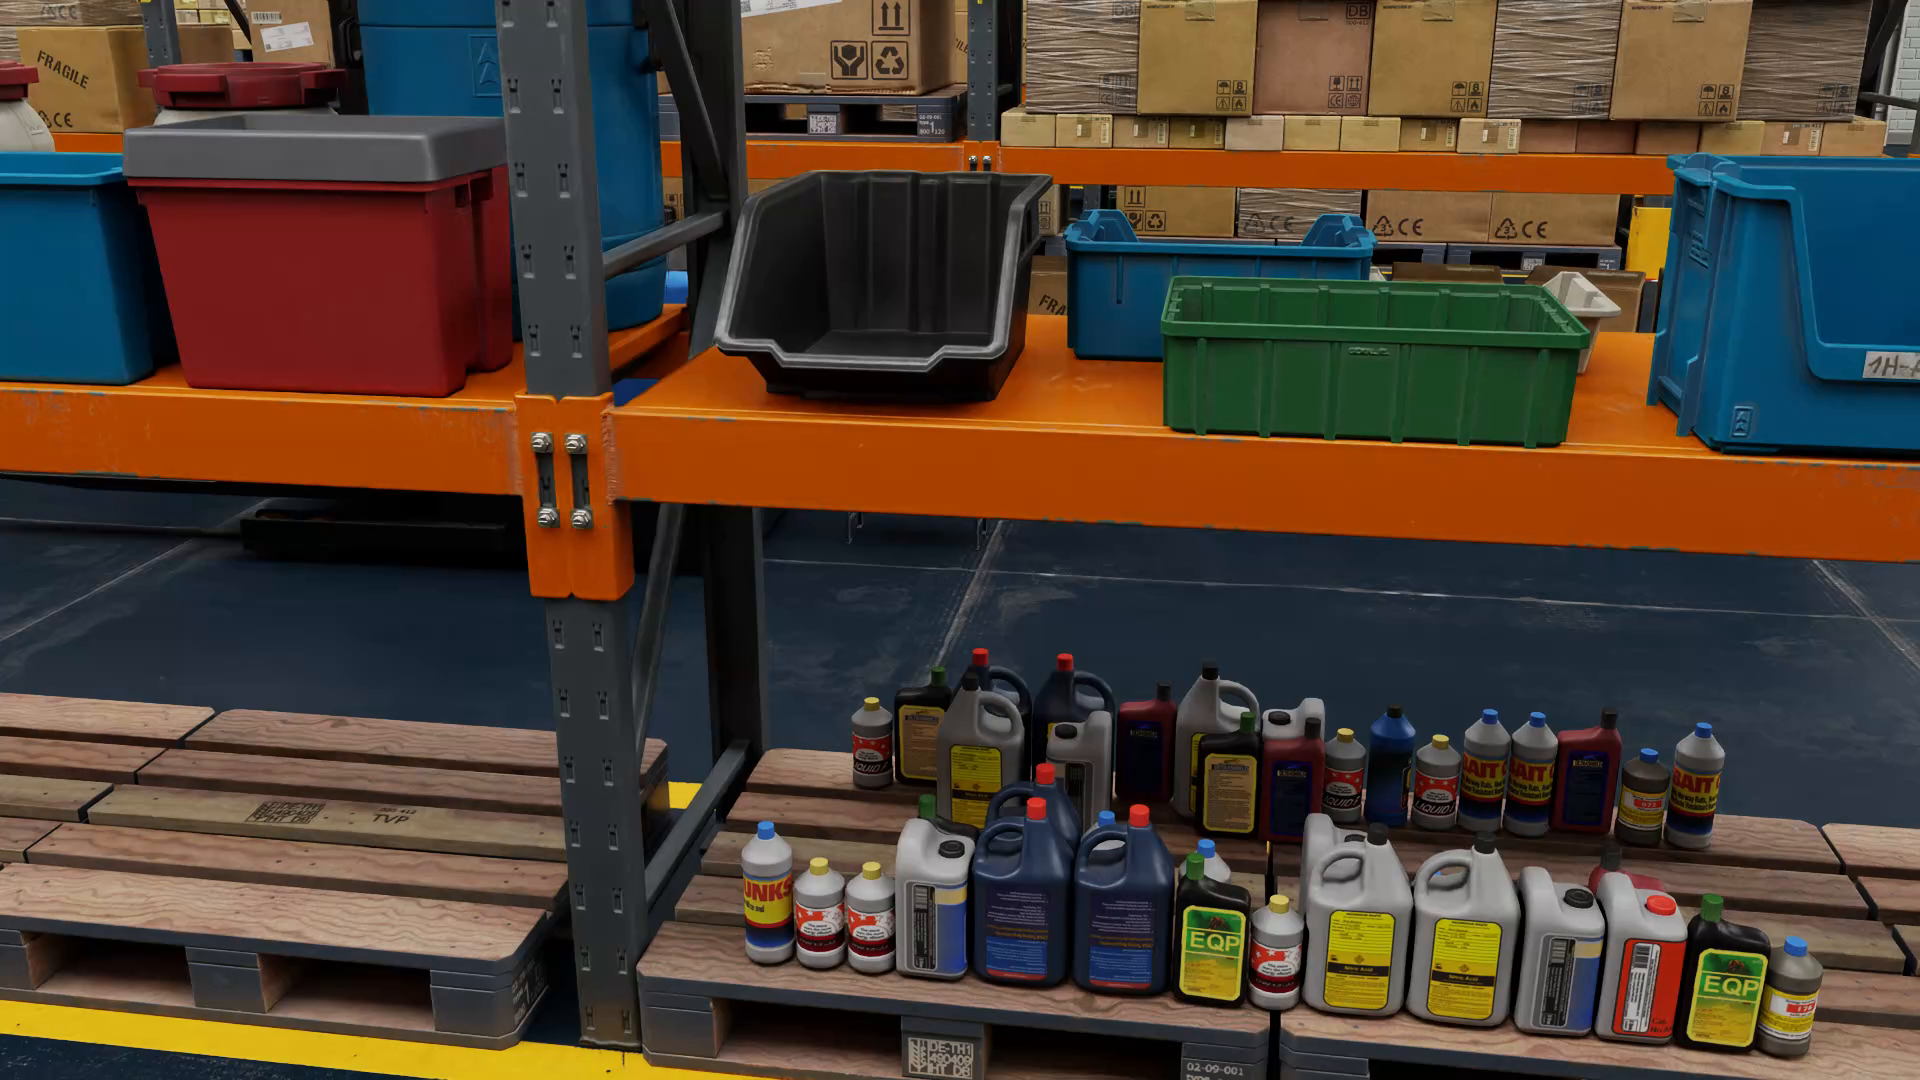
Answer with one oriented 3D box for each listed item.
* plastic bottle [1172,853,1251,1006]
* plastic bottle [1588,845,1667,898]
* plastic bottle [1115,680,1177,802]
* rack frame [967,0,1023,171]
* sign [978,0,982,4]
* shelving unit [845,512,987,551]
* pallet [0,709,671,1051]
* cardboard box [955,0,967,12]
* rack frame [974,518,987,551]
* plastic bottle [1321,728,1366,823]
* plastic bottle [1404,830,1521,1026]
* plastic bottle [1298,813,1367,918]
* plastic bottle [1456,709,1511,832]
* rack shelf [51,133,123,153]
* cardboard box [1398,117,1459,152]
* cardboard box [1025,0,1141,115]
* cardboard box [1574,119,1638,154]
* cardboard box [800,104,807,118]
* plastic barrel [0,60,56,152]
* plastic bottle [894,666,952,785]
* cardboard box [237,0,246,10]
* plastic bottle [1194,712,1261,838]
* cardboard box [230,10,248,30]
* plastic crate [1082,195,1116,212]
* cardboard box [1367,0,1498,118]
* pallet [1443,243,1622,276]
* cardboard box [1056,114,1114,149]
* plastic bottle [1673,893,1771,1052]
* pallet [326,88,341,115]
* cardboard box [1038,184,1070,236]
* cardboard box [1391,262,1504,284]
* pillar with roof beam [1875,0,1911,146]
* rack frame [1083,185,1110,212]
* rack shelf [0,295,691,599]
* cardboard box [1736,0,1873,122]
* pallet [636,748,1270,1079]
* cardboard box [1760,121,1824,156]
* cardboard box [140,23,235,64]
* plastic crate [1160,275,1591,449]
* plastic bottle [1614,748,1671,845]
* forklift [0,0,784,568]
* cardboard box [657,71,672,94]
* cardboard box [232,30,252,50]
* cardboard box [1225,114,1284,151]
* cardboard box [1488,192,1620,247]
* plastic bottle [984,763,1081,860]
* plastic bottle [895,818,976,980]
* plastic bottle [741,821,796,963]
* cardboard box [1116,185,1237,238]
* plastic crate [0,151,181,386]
[{"bbox_3d":[0.461,0.710,3.042,0.133,0.283,0.061,4,19,11],"label":"plastic bottle"},{"bbox_3d":[1.226,0.700,3.072,0.133,0.283,0.061,3,19,9],"label":"plastic bottle"},{"bbox_3d":[0.426,0.455,3.803,0.133,0.283,0.061,4,19,12],"label":"plastic bottle"},{"bbox_3d":[0.173,-2.123,7.921,0.127,3.000,1.000,3,19,9],"label":"rack frame"},{"bbox_3d":[0.088,-2.498,7.217,0.005,0.325,0.100,3,19,9],"label":"sign"},{"bbox_3d":[-0.163,-0.577,6.138,0.503,1.200,0.258,3,19,9],"label":"shelving unit"},{"bbox_3d":[-1.394,0.724,3.807,1.213,0.211,1.003,3,19,9],"label":"pallet"},{"bbox_3d":[0.060,-4.242,12.520,0.500,0.500,0.700,3,19,8],"label":"cardboard box"},{"bbox_3d":[0.077,-0.565,6.101,0.015,1.200,0.240,3,19,9],"label":"rack frame"},{"bbox_3d":[0.858,0.522,3.733,0.097,0.201,0.097,0,18,0],"label":"plastic bottle"},{"bbox_3d":[0.908,0.687,3.003,0.185,0.351,0.144,4,19,11],"label":"plastic bottle"},{"bbox_3d":[0.723,0.666,3.186,0.135,0.276,0.152,3,19,9],"label":"plastic bottle"},{"bbox_3d":[1.159,0.504,3.676,0.097,0.271,0.097,0,18,0],"label":"plastic bottle"},{"bbox_3d":[-5.751,-2.084,8.937,4.000,0.370,1.077,3,19,9],"label":"rack shelf"},{"bbox_3d":[2.075,-1.829,7.438,0.250,0.149,0.380,3,19,9],"label":"cardboard box"},{"bbox_3d":[0.607,-2.269,7.732,0.500,0.500,0.875,3,19,9],"label":"cardboard box"},{"bbox_3d":[2.822,-1.804,7.364,0.250,0.149,0.380,3,19,9],"label":"cardboard box"},{"bbox_3d":[-1.872,-5.952,22.642,0.500,0.500,0.500,3,19,10],"label":"cardboard box"},{"bbox_3d":[-2.247,-0.789,3.721,0.433,0.535,0.433,0,18,0],"label":"plastic barrel"},{"bbox_3d":[-0.085,0.429,3.881,0.133,0.283,0.061,4,19,11],"label":"plastic bottle"},{"bbox_3d":[-5.495,-4.221,12.987,0.250,0.149,0.380,3,19,8],"label":"cardboard box"},{"bbox_3d":[0.586,0.510,3.640,0.133,0.283,0.061,3,19,9],"label":"plastic bottle"},{"bbox_3d":[-5.489,-4.080,13.036,0.250,0.149,0.380,4,19,11],"label":"cardboard box"},{"bbox_3d":[1.439,-2.767,14.187,0.662,0.188,0.450,14,33,37],"label":"plastic crate"},{"bbox_3d":[2.092,-2.201,7.529,0.500,0.500,0.875,3,19,9],"label":"cardboard box"},{"bbox_3d":[4.207,-2.164,12.437,1.213,0.211,1.003,3,19,9],"label":"pallet"},{"bbox_3d":[0.582,-1.882,7.597,0.250,0.149,0.380,3,19,9],"label":"cardboard box"},{"bbox_3d":[1.336,0.754,2.909,0.133,0.283,0.061,3,19,10],"label":"plastic bottle"},{"bbox_3d":[-3.056,-2.231,8.545,1.003,0.211,1.213,3,19,9],"label":"pallet"},{"bbox_3d":[0.432,-2.807,12.849,0.750,0.750,1.050,3,19,8],"label":"cardboard box"},{"bbox_3d":[2.298,-1.029,7.928,0.500,0.500,0.500,5,19,14],"label":"cardboard box"},{"bbox_3d":[11.175,-8.093,16.309,0.400,9.000,9.100,3,19,9],"label":"pillar with roof beam"},{"bbox_3d":[1.059,-3.672,12.550,0.127,3.000,1.000,3,19,9],"label":"rack frame"},{"bbox_3d":[-2.587,-0.331,3.698,4.000,0.370,1.077,3,19,9],"label":"rack shelf"},{"bbox_3d":[3.584,-2.146,7.364,0.500,0.500,0.875,3,19,9],"label":"cardboard box"},{"bbox_3d":[0.044,0.798,3.585,1.213,0.211,1.003,3,19,9],"label":"pallet"},{"bbox_3d":[3.561,-1.765,7.247,0.250,0.149,0.380,3,19,9],"label":"cardboard box"},{"bbox_3d":[-4.213,-2.481,8.834,0.500,0.500,0.500,3,19,10],"label":"cardboard box"},{"bbox_3d":[0.683,-0.314,2.848,0.662,0.188,0.450,3,19,9],"label":"plastic crate"},{"bbox_3d":[1.494,0.554,3.636,0.097,0.201,0.097,0,18,0],"label":"plastic bottle"},{"bbox_3d":[-2.191,-1.478,6.101,3.031,2.935,1.130,2,19,7],"label":"forklift"},{"bbox_3d":[-1.553,-2.429,8.012,0.637,0.503,0.797,5,19,14],"label":"cardboard box"},{"bbox_3d":[-5.503,-3.939,13.082,0.250,0.149,0.380,2,19,6],"label":"cardboard box"},{"bbox_3d":[1.322,-1.843,7.480,0.250,0.149,0.380,3,19,9],"label":"cardboard box"},{"bbox_3d":[4.329,-2.675,12.258,0.875,0.875,0.875,3,19,9],"label":"cardboard box"},{"bbox_3d":[0.141,0.602,3.259,0.185,0.351,0.144,3,19,9],"label":"plastic bottle"},{"bbox_3d":[-0.044,0.673,3.164,0.135,0.276,0.152,4,19,11],"label":"plastic bottle"},{"bbox_3d":[-0.368,0.667,3.188,0.097,0.271,0.097,0,18,0],"label":"plastic bottle"},{"bbox_3d":[1.669,-2.810,12.660,0.875,0.875,0.875,3,19,9],"label":"cardboard box"},{"bbox_3d":[-1.751,-0.522,3.160,0.575,0.384,0.392,3,19,9],"label":"plastic crate"}]
